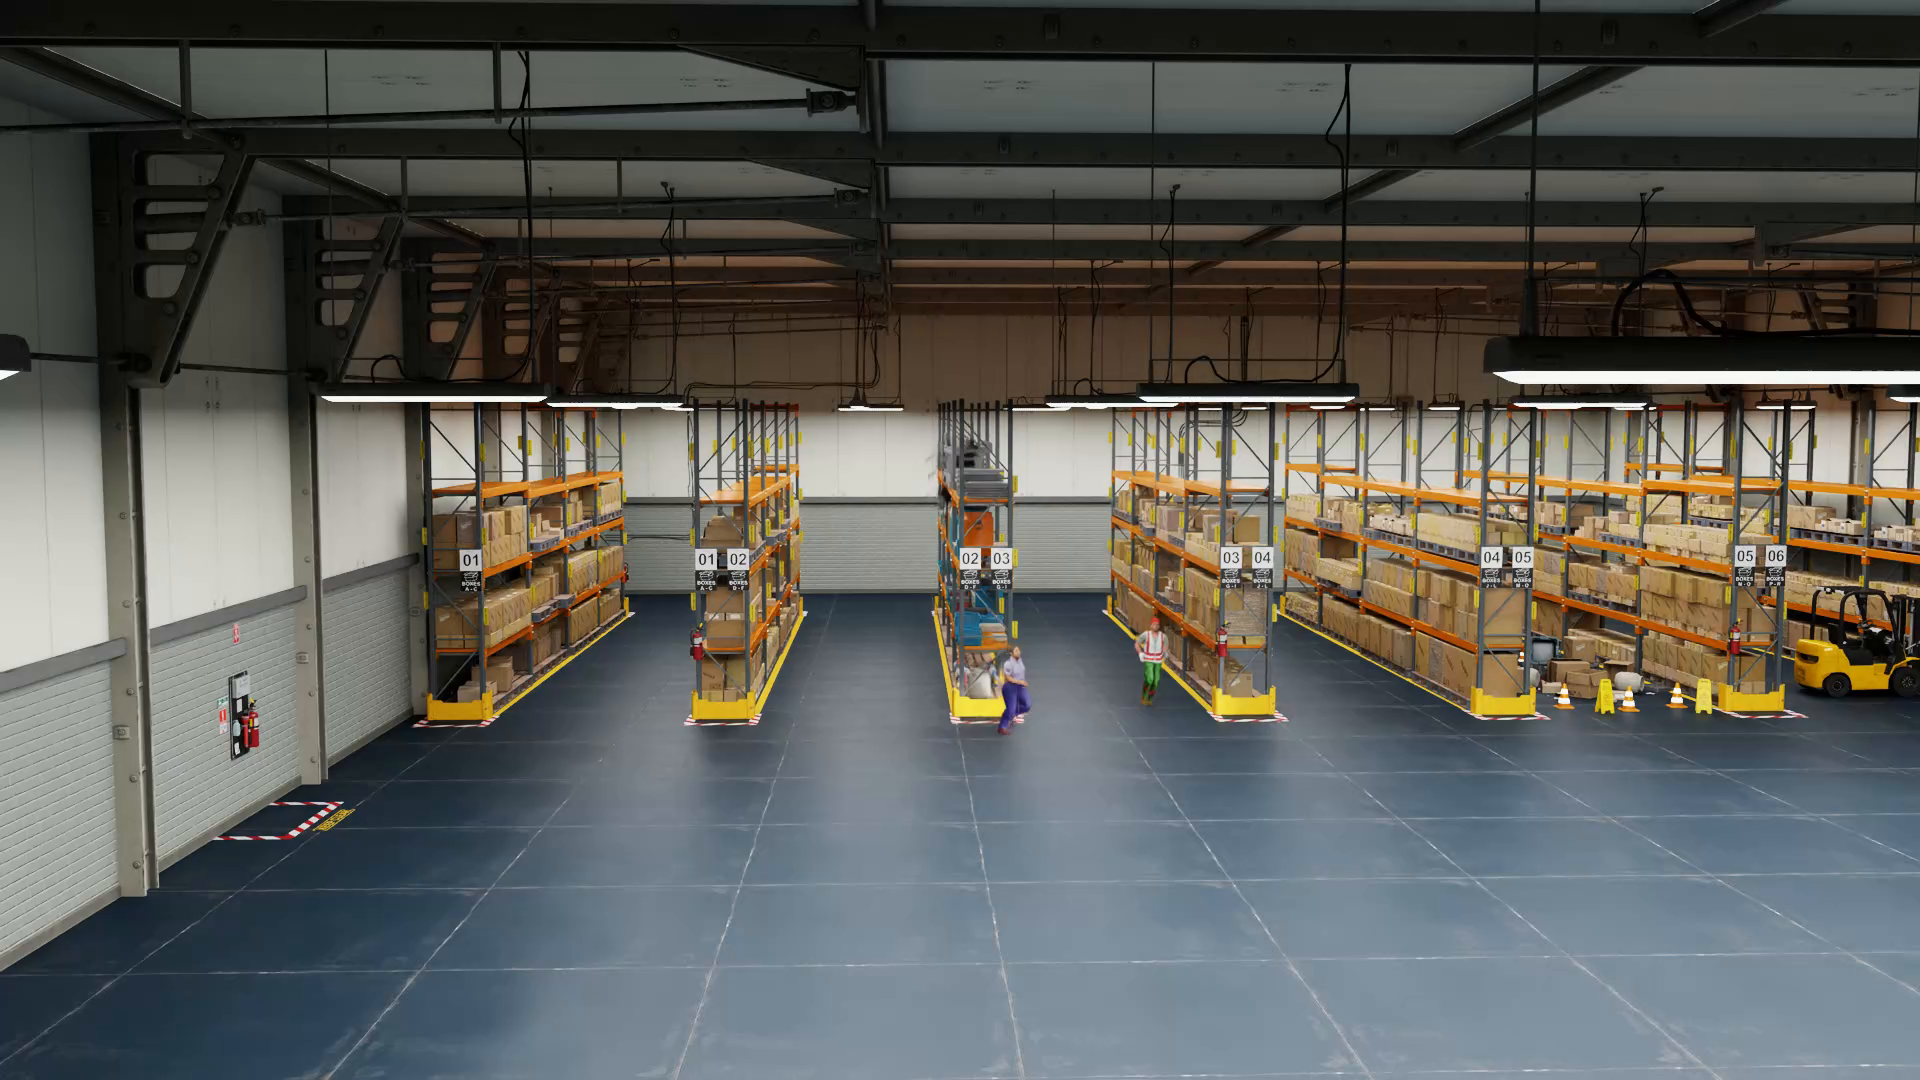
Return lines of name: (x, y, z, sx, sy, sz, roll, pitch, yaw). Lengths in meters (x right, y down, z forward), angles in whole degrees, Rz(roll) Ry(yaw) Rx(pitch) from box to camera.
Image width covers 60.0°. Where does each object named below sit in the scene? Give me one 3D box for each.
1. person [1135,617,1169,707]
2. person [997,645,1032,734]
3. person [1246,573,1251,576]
person: (3.768, 2.382, 32.377, 0.640, 1.746, 0.632, -1, 4, -9)
person: (0.999, 2.672, 29.688, 0.682, 1.606, 0.632, 3, 6, 39)
person: (8.006, 1.325, 47.993, 0.791, 1.543, 0.499, 3, 6, 39)
